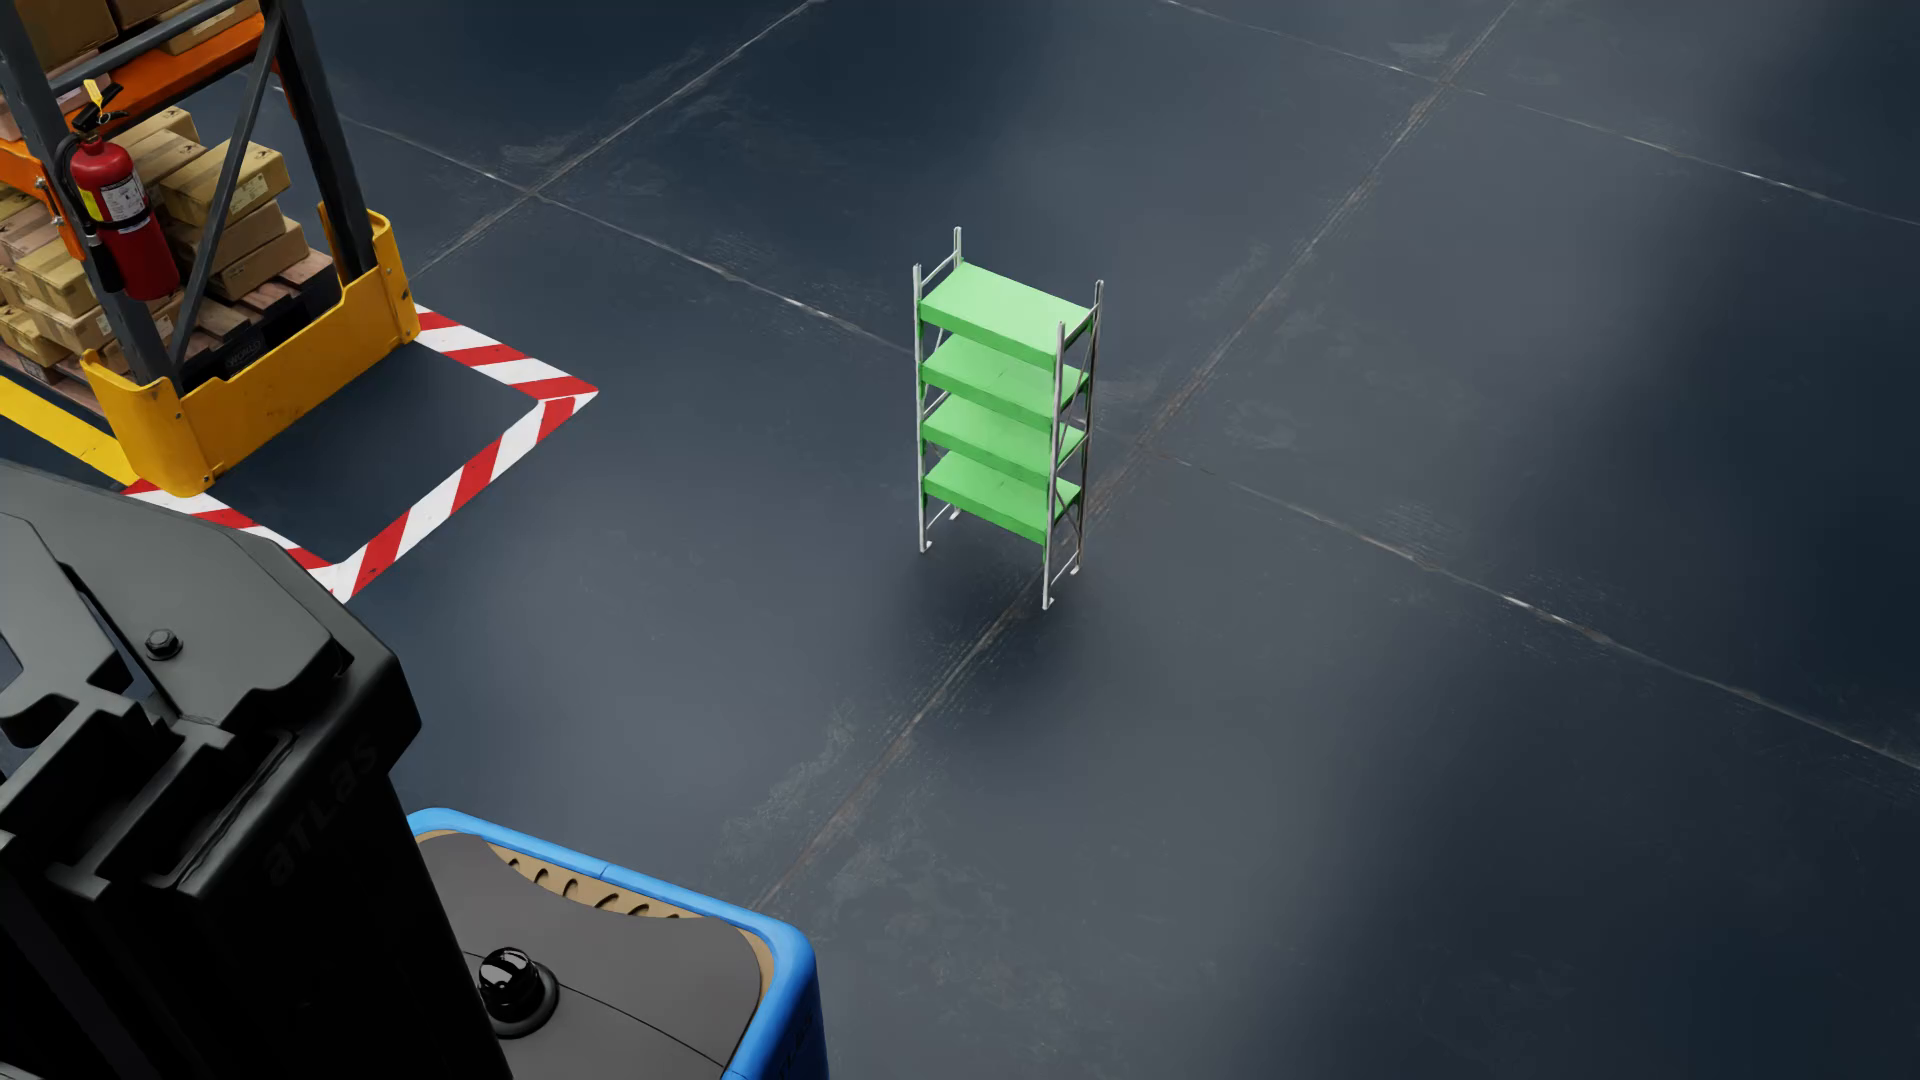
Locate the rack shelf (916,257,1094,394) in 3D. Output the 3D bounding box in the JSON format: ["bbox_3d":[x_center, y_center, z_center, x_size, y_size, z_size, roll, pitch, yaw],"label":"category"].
[{"bbox_3d":[0.139,-0.644,4.959,0.480,0.148,0.258,25,51,22],"label":"rack shelf"}]

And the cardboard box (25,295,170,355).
[{"bbox_3d":[-3.093,-0.854,5.976,0.250,0.149,0.380,23,50,21],"label":"cardboard box"}]

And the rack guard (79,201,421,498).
[{"bbox_3d":[-2.559,-0.724,6.105,0.348,0.500,1.175,25,51,22],"label":"rack guard"}]

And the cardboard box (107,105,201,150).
[{"bbox_3d":[-3.193,-1.543,6.438,0.250,0.149,0.380,25,51,22],"label":"cardboard box"}]

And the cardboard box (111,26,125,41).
[{"bbox_3d":[-2.827,-1.875,5.656,0.250,0.149,0.380,26,51,23],"label":"cardboard box"}]

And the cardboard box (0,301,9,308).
[{"bbox_3d":[-3.498,-0.989,6.315,0.250,0.149,0.380,24,51,22],"label":"cardboard box"}]

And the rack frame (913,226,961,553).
[{"bbox_3d":[-0.066,-0.449,5.349,0.015,1.200,0.240,25,51,22],"label":"rack frame"}]

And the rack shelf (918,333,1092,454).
[{"bbox_3d":[0.139,-0.477,5.131,0.480,0.148,0.258,25,51,22],"label":"rack shelf"}]

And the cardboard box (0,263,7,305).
[{"bbox_3d":[-3.532,-1.054,6.171,0.250,0.149,0.380,23,50,21],"label":"cardboard box"}]

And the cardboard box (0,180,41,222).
[{"bbox_3d":[-3.545,-1.133,6.040,0.250,0.149,0.380,24,50,21],"label":"cardboard box"}]

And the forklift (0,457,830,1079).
[{"bbox_3d":[-1.279,1.415,2.331,1.130,2.935,3.031,15,48,14],"label":"forklift"}]

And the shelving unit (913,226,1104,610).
[{"bbox_3d":[0.139,-0.354,5.257,0.503,1.200,0.258,25,51,22],"label":"shelving unit"}]

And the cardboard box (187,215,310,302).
[{"bbox_3d":[-2.763,-1.115,6.437,0.250,0.149,0.380,26,51,23],"label":"cardboard box"}]

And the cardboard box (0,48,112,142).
[{"bbox_3d":[-2.922,-1.434,5.227,0.250,0.149,0.380,25,51,22],"label":"cardboard box"}]

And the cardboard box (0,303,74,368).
[{"bbox_3d":[-3.322,-0.835,6.165,0.250,0.149,0.380,26,51,23],"label":"cardboard box"}]

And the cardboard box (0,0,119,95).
[{"bbox_3d":[-3.012,-1.723,5.056,0.500,0.500,0.500,26,51,23],"label":"cardboard box"}]

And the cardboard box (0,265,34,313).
[{"bbox_3d":[-3.284,-0.988,6.106,0.250,0.149,0.380,24,50,21],"label":"cardboard box"}]

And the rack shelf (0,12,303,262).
[{"bbox_3d":[-4.179,-2.089,6.190,4.000,0.370,1.077,25,51,22],"label":"rack shelf"}]

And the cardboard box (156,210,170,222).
[{"bbox_3d":[-2.998,-1.320,6.429,0.250,0.149,0.380,24,51,22],"label":"cardboard box"}]

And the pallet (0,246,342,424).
[{"bbox_3d":[-3.224,-0.959,6.535,1.213,0.211,1.003,25,51,22],"label":"pallet"}]

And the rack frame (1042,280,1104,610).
[{"bbox_3d":[0.345,-0.260,5.166,0.015,1.200,0.240,25,51,22],"label":"rack frame"}]

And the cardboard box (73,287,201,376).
[{"bbox_3d":[-3.051,-0.797,6.128,0.250,0.149,0.380,26,51,23],"label":"cardboard box"}]

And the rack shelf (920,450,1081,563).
[{"bbox_3d":[0.139,-0.142,5.475,0.480,0.148,0.258,25,51,22],"label":"rack shelf"}]

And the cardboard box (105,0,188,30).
[{"bbox_3d":[-2.724,-2.045,5.368,0.500,0.500,0.500,27,52,24],"label":"cardboard box"}]

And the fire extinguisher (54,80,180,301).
[{"bbox_3d":[-2.532,-1.033,4.976,0.183,0.674,0.296,25,51,22],"label":"fire extinguisher"}]

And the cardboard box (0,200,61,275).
[{"bbox_3d":[-3.258,-1.110,6.017,0.250,0.149,0.380,26,51,23],"label":"cardboard box"}]

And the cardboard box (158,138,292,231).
[{"bbox_3d":[-2.753,-1.334,6.235,0.250,0.149,0.380,23,50,20],"label":"cardboard box"}]

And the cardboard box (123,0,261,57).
[{"bbox_3d":[-2.591,-1.802,5.584,0.250,0.149,0.380,24,51,22],"label":"cardboard box"}]

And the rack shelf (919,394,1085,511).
[{"bbox_3d":[0.139,-0.310,5.303,0.480,0.148,0.258,25,51,22],"label":"rack shelf"}]

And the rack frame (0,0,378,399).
[{"bbox_3d":[-2.495,-1.566,5.180,0.127,3.000,1.000,25,51,22],"label":"rack frame"}]

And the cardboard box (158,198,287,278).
[{"bbox_3d":[-2.797,-1.180,6.293,0.250,0.149,0.380,27,52,24],"label":"cardboard box"}]

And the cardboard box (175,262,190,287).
[{"bbox_3d":[-3.028,-1.167,6.487,0.250,0.149,0.380,25,51,22],"label":"cardboard box"}]

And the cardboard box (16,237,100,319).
[{"bbox_3d":[-3.077,-0.978,5.889,0.250,0.149,0.380,25,51,23],"label":"cardboard box"}]

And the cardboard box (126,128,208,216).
[{"bbox_3d":[-3.050,-1.368,6.268,0.250,0.149,0.380,26,51,23],"label":"cardboard box"}]
